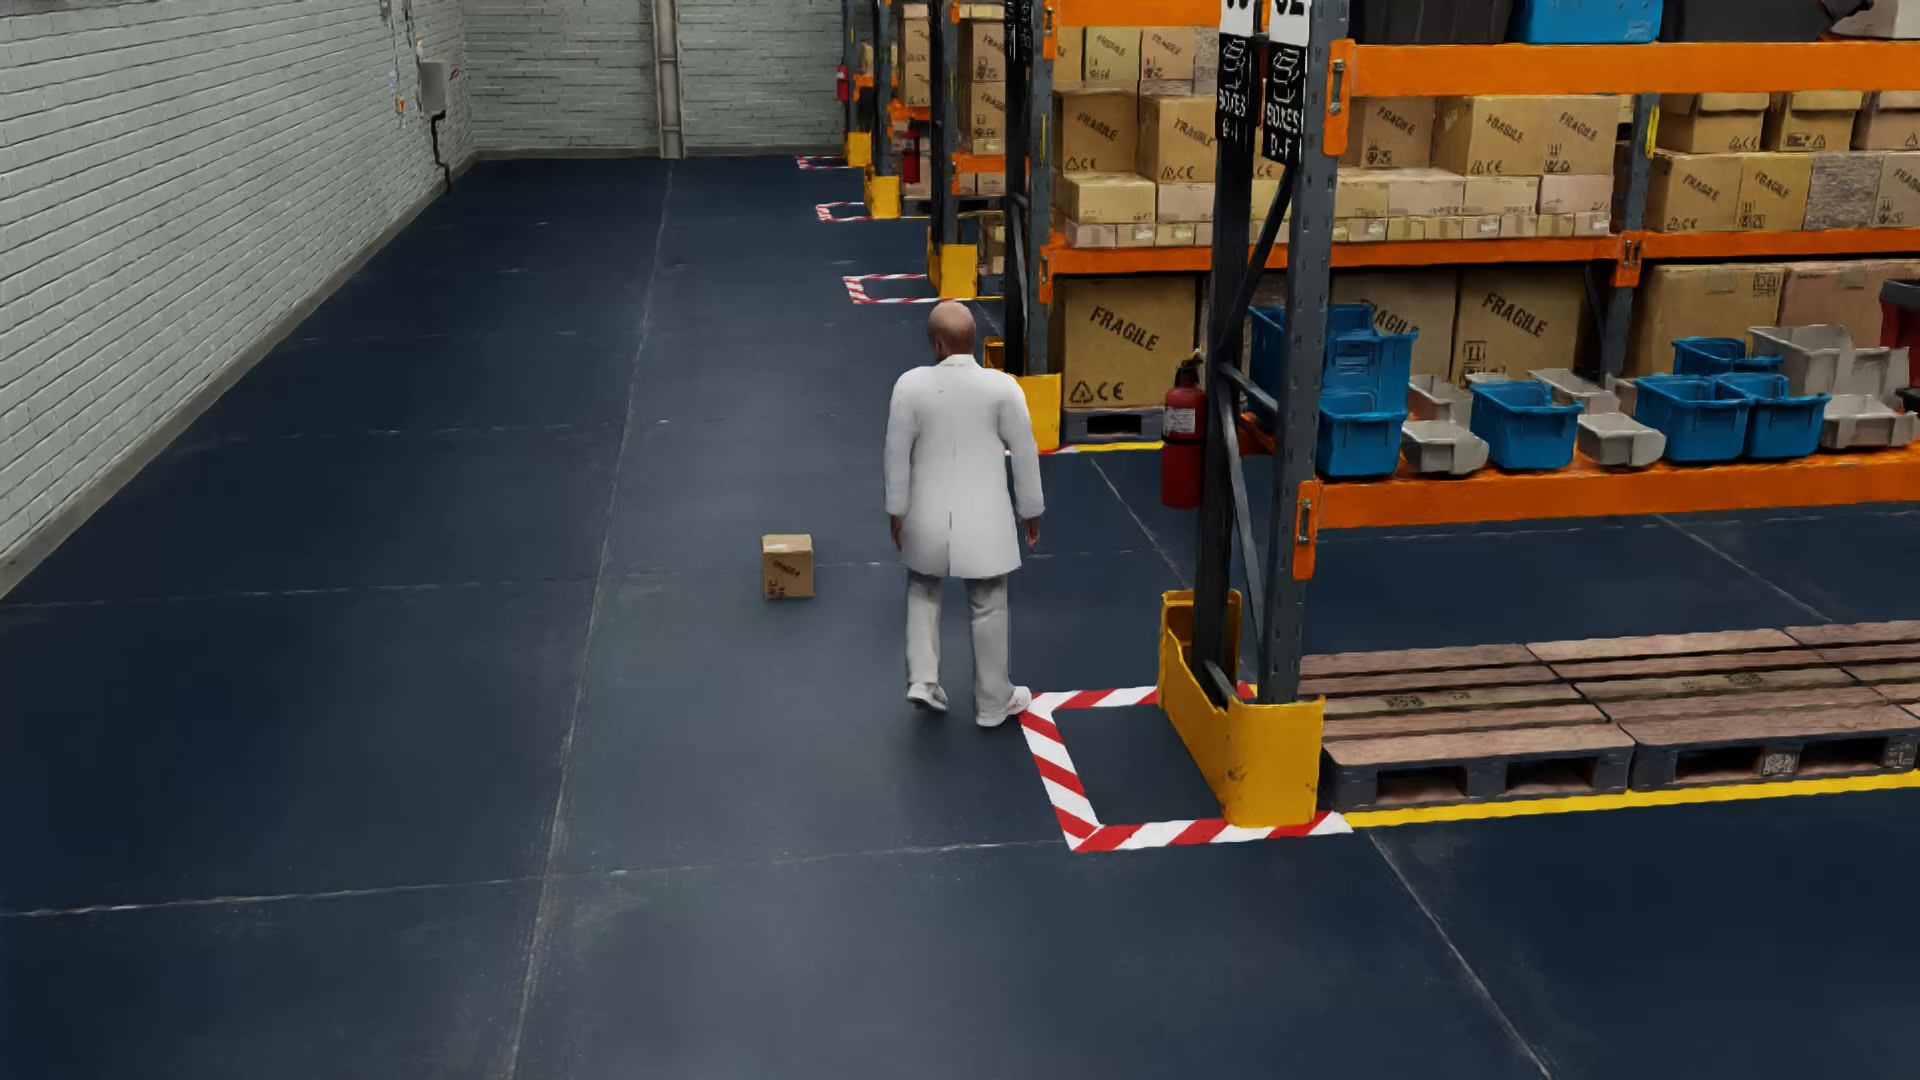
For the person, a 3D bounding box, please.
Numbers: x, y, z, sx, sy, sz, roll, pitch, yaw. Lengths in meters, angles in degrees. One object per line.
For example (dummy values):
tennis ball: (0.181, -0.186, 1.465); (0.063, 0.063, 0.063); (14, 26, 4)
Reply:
person: (0.015, -0.095, 6.809); (0.650, 1.780, 0.465); (4, 20, 10)
